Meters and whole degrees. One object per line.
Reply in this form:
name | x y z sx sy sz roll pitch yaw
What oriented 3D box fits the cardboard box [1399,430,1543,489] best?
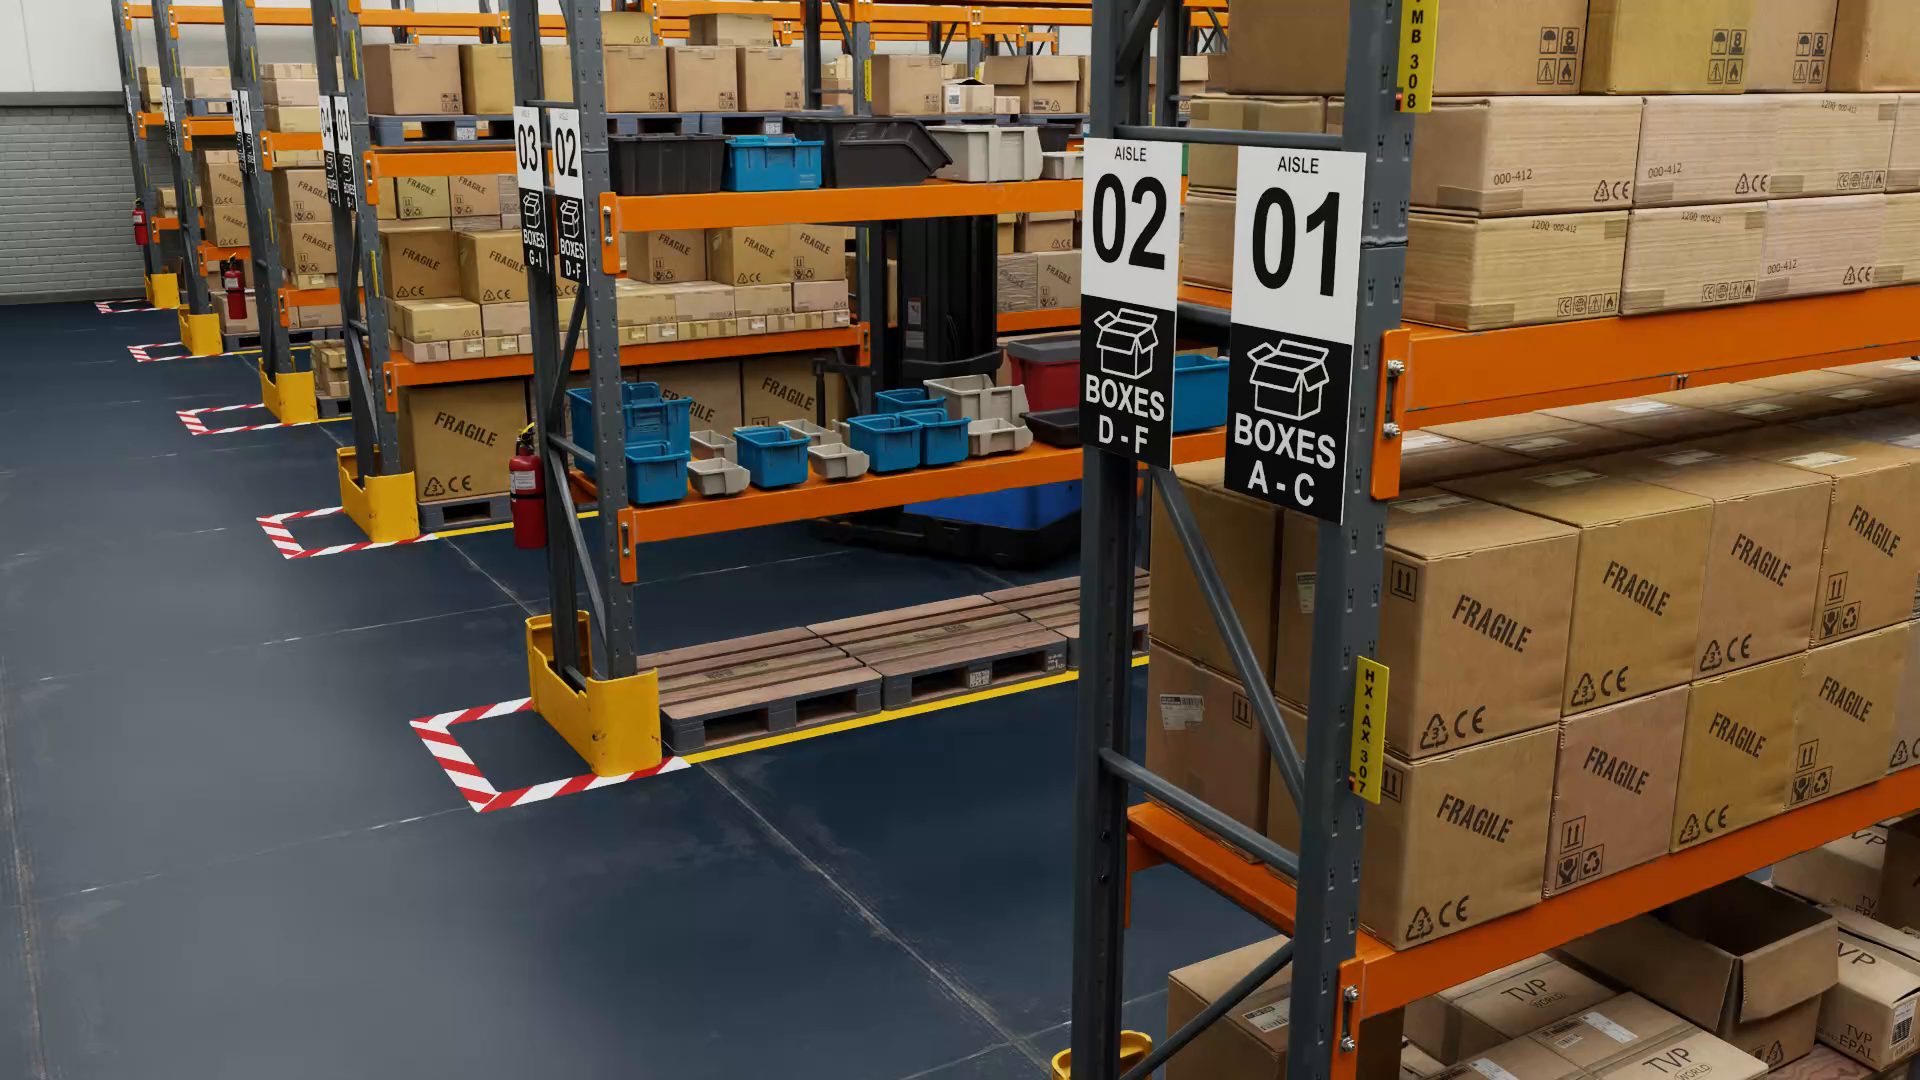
cardboard box | 1.307 -0.008 4.844 0.500 0.500 0.500 -9 18 -28

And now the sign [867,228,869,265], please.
sign | -0.749 -2.458 13.870 0.005 0.325 0.100 -9 18 -30

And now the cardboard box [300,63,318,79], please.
cardboard box | -6.310 -4.565 16.194 0.250 0.149 0.380 -8 18 -27

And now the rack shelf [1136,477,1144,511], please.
rack shelf | 1.254 -0.359 12.448 0.258 0.148 0.480 5 17 17

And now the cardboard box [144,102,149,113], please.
cardboard box | -11.972 -6.437 24.725 0.250 0.149 0.380 -9 18 -28

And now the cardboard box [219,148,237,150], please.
cardboard box | -9.158 -4.847 20.904 0.250 0.149 0.380 -9 18 -29

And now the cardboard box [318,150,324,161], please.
cardboard box | -8.002 -4.872 20.994 0.250 0.149 0.380 -9 18 -29

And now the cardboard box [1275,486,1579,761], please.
cardboard box | 1.150 0.187 4.147 0.500 0.500 0.500 -9 18 -28

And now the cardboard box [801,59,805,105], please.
cardboard box | -2.112 -5.173 18.781 0.637 0.503 0.797 -9 18 -30

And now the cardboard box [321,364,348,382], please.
cardboard box | -6.351 -1.723 16.951 0.250 0.149 0.380 -8 18 -27

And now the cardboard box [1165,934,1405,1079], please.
cardboard box | 0.973 1.577 5.044 0.500 0.500 0.500 -9 18 -30

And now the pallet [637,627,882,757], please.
pallet | -1.187 0.808 9.137 1.213 0.211 1.003 -9 18 -30

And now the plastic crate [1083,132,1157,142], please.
plastic crate | 0.899 -2.149 9.270 0.300 0.233 0.416 -9 18 -30

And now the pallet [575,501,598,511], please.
pallet | -2.775 -0.530 13.910 1.213 0.211 1.003 -9 18 -30

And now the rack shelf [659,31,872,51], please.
rack shelf | -3.556 -8.756 29.046 4.000 0.370 1.077 -9 18 -30

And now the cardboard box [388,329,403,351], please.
cardboard box | -4.329 -1.580 12.954 0.250 0.149 0.380 -9 18 -29

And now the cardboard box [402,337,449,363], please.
cardboard box | -3.990 -1.427 12.409 0.250 0.149 0.380 -9 18 -29

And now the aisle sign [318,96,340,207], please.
aisle sign | -4.681 -2.886 12.333 0.004 0.787 0.394 -9 18 -30

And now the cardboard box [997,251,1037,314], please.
cardboard box | 0.347 -2.325 14.961 0.500 0.500 0.500 -10 18 -31

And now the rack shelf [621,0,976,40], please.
rack shelf | -1.789 -5.920 18.932 4.000 0.370 1.077 -9 18 -30

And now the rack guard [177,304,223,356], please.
rack guard | -9.589 -2.661 20.977 0.348 0.500 1.175 -9 18 -30

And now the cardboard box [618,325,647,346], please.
cardboard box | -2.672 -1.641 13.173 0.250 0.149 0.380 -10 18 -31

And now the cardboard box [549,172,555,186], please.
cardboard box | -4.207 -3.765 17.693 0.500 0.500 0.500 -10 18 -31

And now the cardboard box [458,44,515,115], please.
cardboard box | -3.502 -3.453 12.465 0.500 0.500 0.700 -10 19 -32

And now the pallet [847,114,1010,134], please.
pallet | -0.275 -3.622 14.572 1.217 0.209 0.805 -10 19 -32

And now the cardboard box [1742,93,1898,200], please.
cardboard box | 2.066 -1.046 4.377 0.500 0.250 0.500 -9 18 -30

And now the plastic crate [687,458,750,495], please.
plastic crate | -1.215 -0.315 8.353 0.298 0.136 0.250 -9 18 -30

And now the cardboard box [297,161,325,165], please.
cardboard box | -8.133 -4.545 21.029 0.500 0.500 0.500 -9 18 -30

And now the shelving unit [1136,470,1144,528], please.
shelving unit | 1.255 -0.615 12.375 0.258 1.200 0.503 5 17 17

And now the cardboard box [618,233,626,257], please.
cardboard box | -3.773 -3.352 18.072 0.500 0.500 0.500 -9 18 -30

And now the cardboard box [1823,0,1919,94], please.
cardboard box | 2.388 -1.524 4.694 0.500 0.500 0.700 -9 18 -30

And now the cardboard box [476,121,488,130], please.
cardboard box | -5.079 -4.328 17.013 0.500 0.250 0.500 -9 18 -30

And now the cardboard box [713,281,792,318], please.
cardboard box | -1.721 -2.008 13.741 0.500 0.250 0.500 -9 18 -28

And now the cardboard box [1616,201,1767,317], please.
cardboard box | 1.641 -0.734 4.191 0.500 0.250 0.500 -9 18 -30

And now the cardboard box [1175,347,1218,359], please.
cardboard box | 1.791 -1.775 16.344 0.875 0.875 1.225 -10 19 -32

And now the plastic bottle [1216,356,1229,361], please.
plastic bottle | 1.686 -1.055 10.846 0.135 0.276 0.152 -9 18 -30

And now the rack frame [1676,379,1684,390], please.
rack frame | 4.944 -1.541 12.351 0.127 3.000 1.000 -9 18 -30

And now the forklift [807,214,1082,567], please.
forklift | -0.540 -1.496 12.315 3.031 2.935 1.130 9 18 29

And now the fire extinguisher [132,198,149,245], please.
fire extinguisher | -12.016 -4.672 24.352 0.183 0.674 0.296 -9 18 -30

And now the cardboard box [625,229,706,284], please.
cardboard box | -2.448 -2.416 13.808 0.500 0.500 0.500 -10 18 -31

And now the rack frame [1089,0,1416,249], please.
rack frame | 0.634 -2.171 3.484 0.127 3.000 1.000 -9 18 -30

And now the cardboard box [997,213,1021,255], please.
cardboard box | 0.102 -2.846 14.961 0.637 0.503 0.797 -9 18 -29

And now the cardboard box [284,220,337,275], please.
cardboard box | -6.405 -2.927 16.557 0.500 0.500 0.500 -8 18 -27

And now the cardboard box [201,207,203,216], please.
cardboard box | -11.303 -4.968 25.040 0.250 0.149 0.380 -9 18 -30

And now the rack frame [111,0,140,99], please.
rack frame | -12.128 -7.905 23.936 0.127 3.000 1.000 -9 18 -30

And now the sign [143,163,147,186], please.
sign | -11.848 -5.307 24.181 0.005 0.325 0.100 -9 18 -30

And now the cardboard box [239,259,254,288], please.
cardboard box | -10.802 -4.187 25.644 0.500 0.500 0.700 -8 18 -27

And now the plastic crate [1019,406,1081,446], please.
plastic crate | 0.694 -0.664 9.619 0.590 0.125 0.437 -9 18 -30

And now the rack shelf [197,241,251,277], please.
rack shelf | -7.854 -3.800 21.740 4.000 0.370 1.077 -9 18 -30

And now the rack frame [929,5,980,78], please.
rack frame | -0.075 -6.737 19.773 0.127 3.000 1.000 -9 18 -30

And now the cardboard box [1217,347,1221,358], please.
cardboard box | 2.957 -1.793 17.066 0.500 0.500 0.700 -10 19 -33

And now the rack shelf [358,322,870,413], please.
rack shelf | -2.750 -1.507 13.561 4.000 0.370 1.077 -9 18 -30

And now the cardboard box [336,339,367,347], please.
cardboard box | -6.364 -2.007 17.412 0.250 0.149 0.380 -9 18 -29

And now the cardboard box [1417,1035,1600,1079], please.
cardboard box | 1.675 1.750 4.889 0.500 0.250 0.500 -9 18 -30
